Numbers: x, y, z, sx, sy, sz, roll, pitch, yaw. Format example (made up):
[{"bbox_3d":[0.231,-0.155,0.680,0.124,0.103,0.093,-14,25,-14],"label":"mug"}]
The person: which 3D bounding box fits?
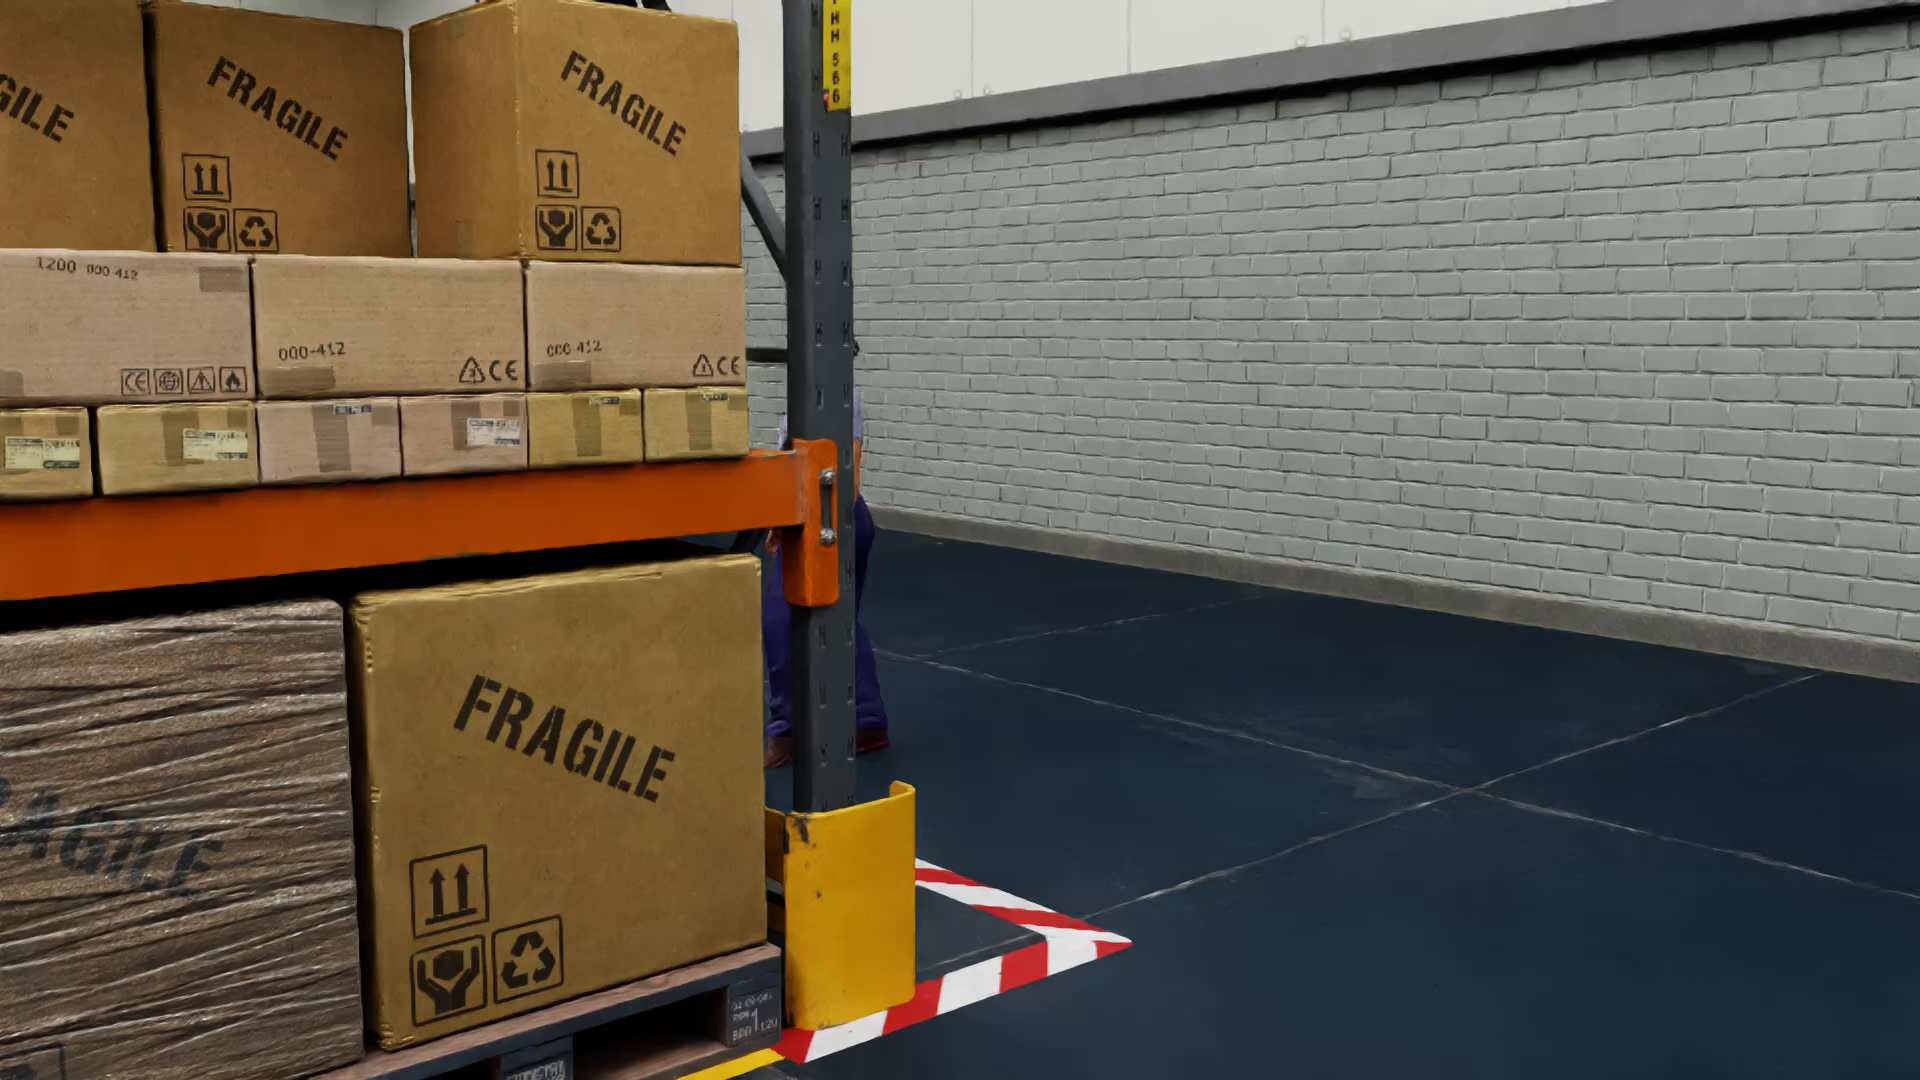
[{"bbox_3d":[-0.523,0.017,6.110,0.530,1.687,0.621,0,8,-1],"label":"person"}]
